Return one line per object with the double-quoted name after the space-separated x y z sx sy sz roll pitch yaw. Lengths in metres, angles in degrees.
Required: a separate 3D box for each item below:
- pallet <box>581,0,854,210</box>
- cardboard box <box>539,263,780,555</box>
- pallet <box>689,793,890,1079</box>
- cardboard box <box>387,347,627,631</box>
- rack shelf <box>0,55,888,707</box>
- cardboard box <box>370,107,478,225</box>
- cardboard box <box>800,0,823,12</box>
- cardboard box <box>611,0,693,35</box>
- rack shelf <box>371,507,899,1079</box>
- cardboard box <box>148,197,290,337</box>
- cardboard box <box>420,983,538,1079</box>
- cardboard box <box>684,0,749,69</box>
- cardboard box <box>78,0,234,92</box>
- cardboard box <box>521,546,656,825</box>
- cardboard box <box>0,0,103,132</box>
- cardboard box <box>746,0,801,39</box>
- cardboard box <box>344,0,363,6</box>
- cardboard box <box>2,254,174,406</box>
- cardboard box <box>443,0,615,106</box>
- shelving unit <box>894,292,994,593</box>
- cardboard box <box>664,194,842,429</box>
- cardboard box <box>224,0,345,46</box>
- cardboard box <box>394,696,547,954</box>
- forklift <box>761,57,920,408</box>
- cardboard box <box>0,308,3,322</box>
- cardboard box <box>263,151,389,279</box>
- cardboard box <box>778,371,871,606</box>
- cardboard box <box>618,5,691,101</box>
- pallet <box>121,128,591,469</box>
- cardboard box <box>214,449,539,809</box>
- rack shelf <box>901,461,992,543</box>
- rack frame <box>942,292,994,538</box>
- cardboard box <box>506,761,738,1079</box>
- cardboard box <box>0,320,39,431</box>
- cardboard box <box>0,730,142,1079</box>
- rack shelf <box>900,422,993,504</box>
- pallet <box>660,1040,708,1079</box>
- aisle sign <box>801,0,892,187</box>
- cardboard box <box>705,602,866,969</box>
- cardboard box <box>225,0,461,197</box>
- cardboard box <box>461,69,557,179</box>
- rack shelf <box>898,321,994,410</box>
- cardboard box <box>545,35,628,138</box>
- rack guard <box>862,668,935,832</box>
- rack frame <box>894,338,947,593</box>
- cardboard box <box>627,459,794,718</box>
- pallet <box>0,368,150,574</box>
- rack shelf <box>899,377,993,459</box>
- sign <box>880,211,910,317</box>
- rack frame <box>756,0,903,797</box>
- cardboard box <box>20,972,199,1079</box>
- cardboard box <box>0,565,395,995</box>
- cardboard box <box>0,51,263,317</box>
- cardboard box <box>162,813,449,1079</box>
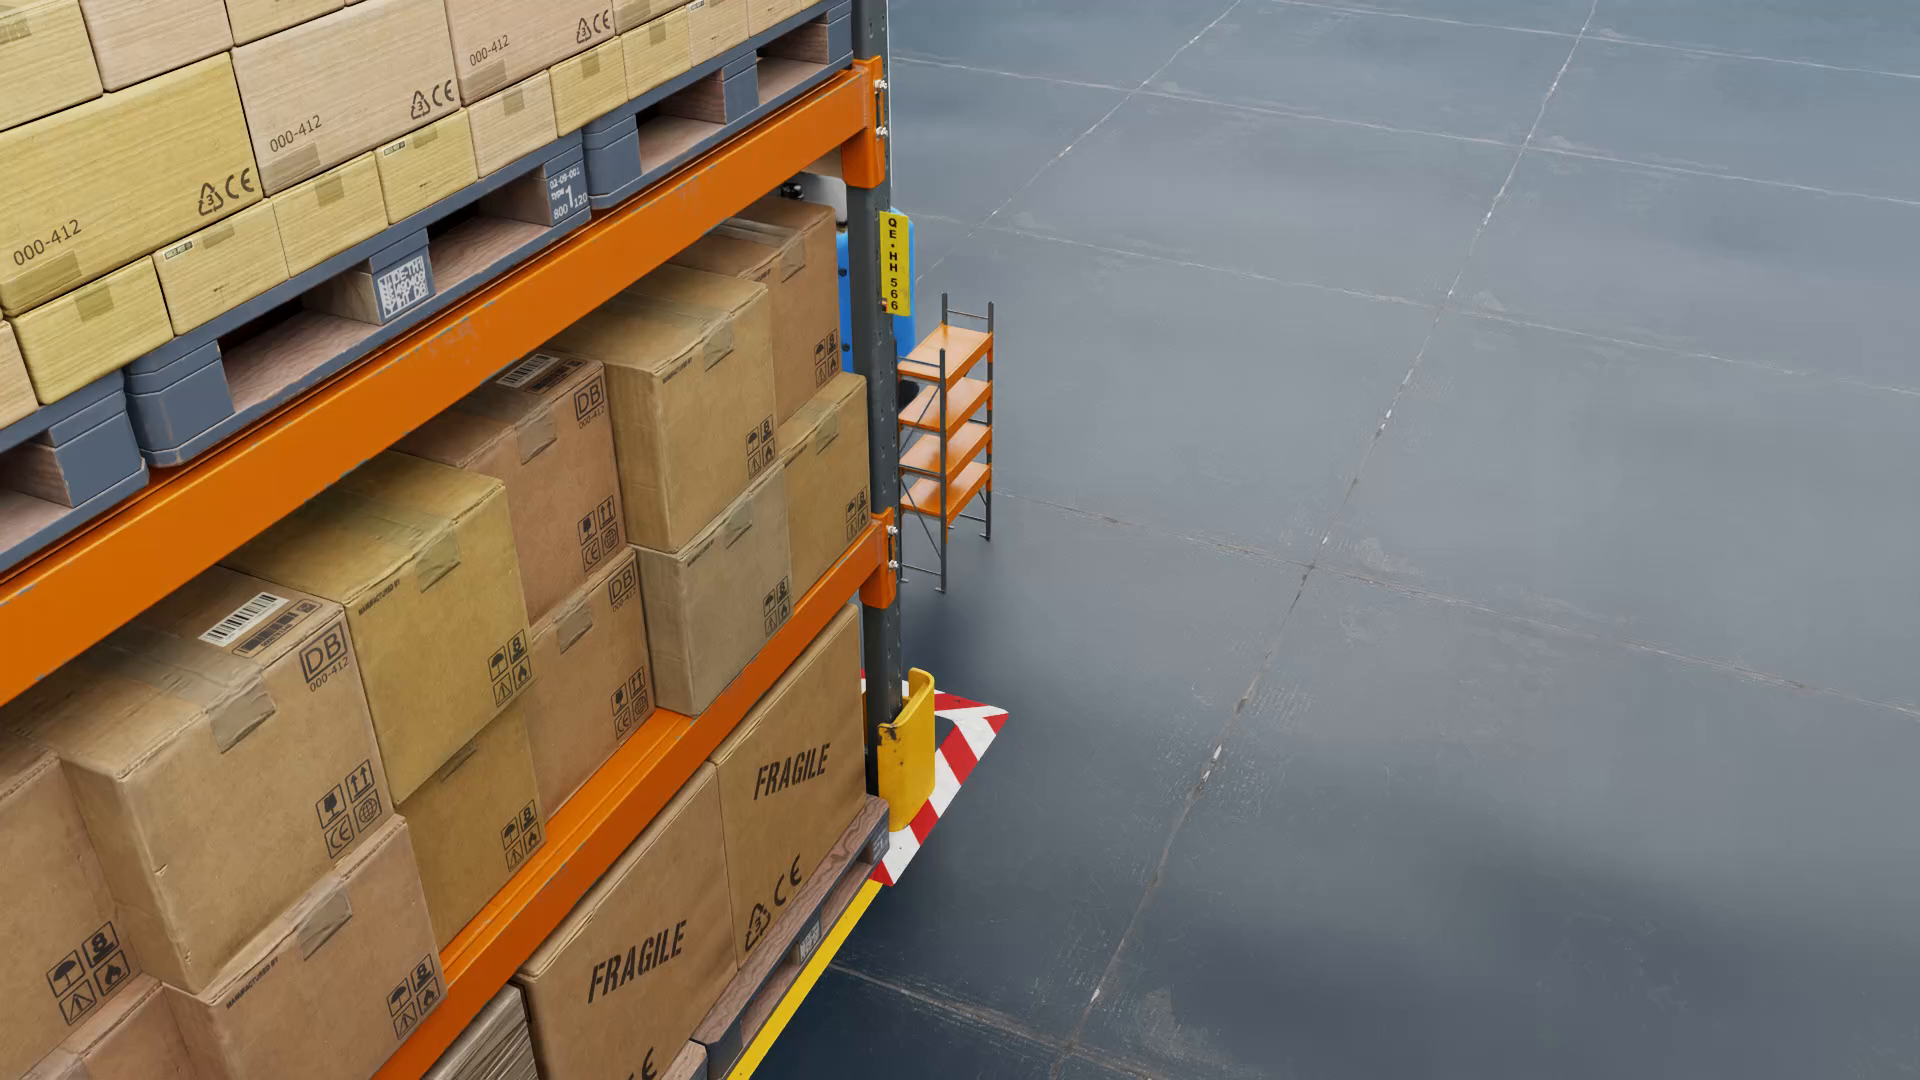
-0.986 -1.222 4.224 1.003 0.211 1.213 14 36 20 "pallet"
-1.022 -0.420 4.533 0.875 0.550 0.550 14 36 20 "cardboard box"
-0.949 1.206 5.719 1.003 0.211 1.213 14 36 20 "pallet"
-1.380 -0.172 4.156 0.875 0.550 0.550 14 36 20 "cardboard box"
-1.522 -0.334 3.445 1.077 0.370 4.000 14 36 20 "rack shelf"
-1.155 -0.741 3.163 0.380 0.149 0.250 15 36 21 "cardboard box"
-0.517 -1.500 4.322 0.380 0.149 0.250 14 36 20 "cardboard box"
-0.847 -1.353 3.734 0.500 0.250 0.500 14 36 21 "cardboard box"
-1.522 0.920 4.267 1.077 0.370 4.000 14 36 20 "rack shelf"
-1.367 -0.489 2.780 0.380 0.149 0.250 14 36 21 "cardboard box"
-1.659 1.581 4.158 0.875 0.875 0.875 14 36 21 "cardboard box"
-0.730 -1.247 3.935 0.380 0.149 0.250 15 36 21 "cardboard box"
-1.367 -0.822 2.561 0.380 0.149 0.250 14 36 20 "cardboard box"
-1.358 0.285 4.443 0.875 0.550 0.550 14 36 20 "cardboard box"
-1.473 -0.696 2.369 0.380 0.149 0.250 15 36 21 "cardboard box"
-0.623 -1.375 4.131 0.380 0.149 0.250 14 36 21 "cardboard box"
-1.156 -1.072 2.941 0.380 0.149 0.250 14 36 21 "cardboard box"
-1.474 -0.362 2.586 0.380 0.149 0.250 14 36 20 "cardboard box"
-1.057 -1.104 3.353 0.500 0.250 0.500 14 36 20 "cardboard box"
-0.069 -0.419 7.295 0.258 1.200 0.503 14 36 20 "shelving unit"
-0.876 -0.715 4.984 0.875 0.550 0.550 14 36 20 "cardboard box"
-1.262 -0.946 2.749 0.380 0.149 0.250 14 36 20 "cardboard box"
-1.542 0.558 4.026 0.875 0.550 0.500 14 36 20 "cardboard box"
-1.432 -2.447 8.808 1.130 2.935 3.031 -19 38 -27 "forklift"
-1.691 -0.349 2.203 0.500 0.250 0.500 14 36 20 "cardboard box"
-1.262 -0.612 2.968 0.380 0.149 0.250 15 36 21 "cardboard box"
-0.800 -0.244 5.250 0.875 0.550 0.550 14 36 20 "cardboard box"
-0.836 -1.121 3.744 0.380 0.149 0.250 15 36 21 "cardboard box"
-1.496 -0.612 3.294 1.003 0.211 1.213 14 36 20 "pallet"
-1.484 0.122 3.708 0.875 0.550 0.500 14 36 20 "cardboard box"
-0.069 -0.197 7.441 0.258 0.148 0.480 14 36 20 "rack shelf"
0.033 -0.541 7.481 0.240 1.200 0.015 14 36 20 "rack frame"
-1.276 1.128 4.849 0.875 0.875 0.875 14 36 20 "cardboard box"
-1.581 -0.233 2.389 0.380 0.149 0.250 14 36 20 "cardboard box"
-2.049 0.625 2.940 0.875 0.550 0.550 14 36 20 "cardboard box"
-0.069 -0.363 7.332 0.258 0.148 0.480 14 36 20 "rack shelf"
-1.461 1.811 4.796 1.003 0.211 1.213 14 36 20 "pallet"
-0.383 -1.430 4.825 0.394 0.787 0.004 14 36 20 "aisle sign"
-0.909 0.689 5.518 0.875 0.875 0.875 14 36 21 "cardboard box"
-1.269 -0.853 2.971 0.500 0.250 0.500 15 36 21 "cardboard box"
-1.049 -0.867 3.357 0.380 0.149 0.250 14 36 21 "cardboard box"
-0.069 -0.748 7.080 0.258 0.148 0.480 14 36 20 "rack shelf"
-0.943 -0.993 3.548 0.380 0.149 0.250 14 36 20 "cardboard box"
-0.676 0.657 6.293 1.175 0.500 0.348 14 36 20 "rack guard"
-0.171 -0.298 7.110 0.240 1.200 0.015 14 36 20 "rack frame"
-1.010 0.035 4.825 0.875 0.550 0.550 14 36 20 "cardboard box"
-2.007 -0.007 2.370 1.003 0.211 1.213 14 36 20 "pallet"
-0.069 -0.550 7.210 0.258 0.148 0.480 14 36 20 "rack shelf"
-0.199 -0.829 5.006 0.100 0.325 0.005 14 36 20 "sign"
-0.686 -0.377 5.589 1.000 3.000 0.127 14 36 20 "rack frame"
-2.006 1.087 3.220 0.875 0.550 0.550 14 36 20 "cardboard box"
-1.698 0.387 3.302 0.875 0.550 0.550 14 36 20 "cardboard box"
-1.480 -0.600 2.586 0.500 0.250 0.500 14 36 20 "cardboard box"
-1.673 0.845 3.589 0.875 0.550 0.550 14 36 20 "cardboard box"
